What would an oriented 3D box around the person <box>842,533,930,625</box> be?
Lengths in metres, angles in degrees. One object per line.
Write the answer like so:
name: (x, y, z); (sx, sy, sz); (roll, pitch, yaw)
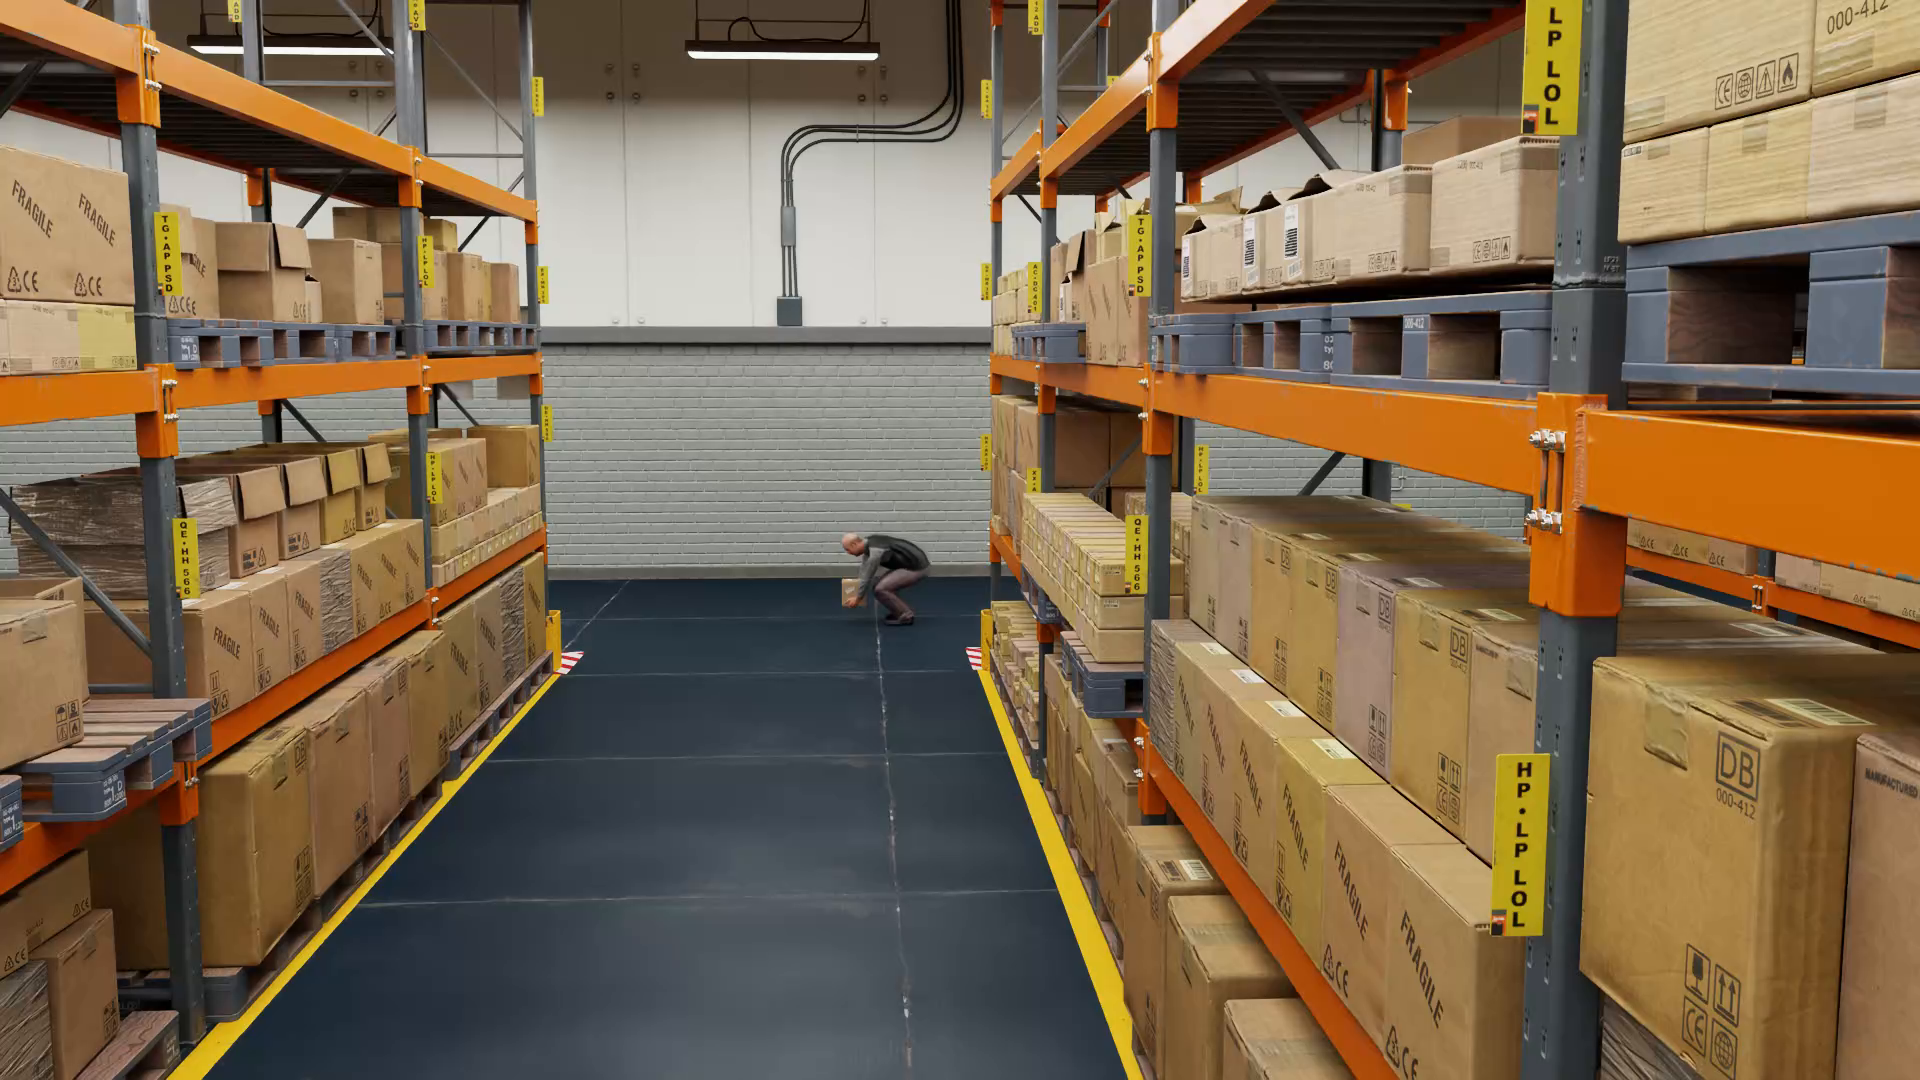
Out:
person: (-0.771, 0.398, 17.292); (0.908, 0.951, 0.514); (-1, 7, -5)
